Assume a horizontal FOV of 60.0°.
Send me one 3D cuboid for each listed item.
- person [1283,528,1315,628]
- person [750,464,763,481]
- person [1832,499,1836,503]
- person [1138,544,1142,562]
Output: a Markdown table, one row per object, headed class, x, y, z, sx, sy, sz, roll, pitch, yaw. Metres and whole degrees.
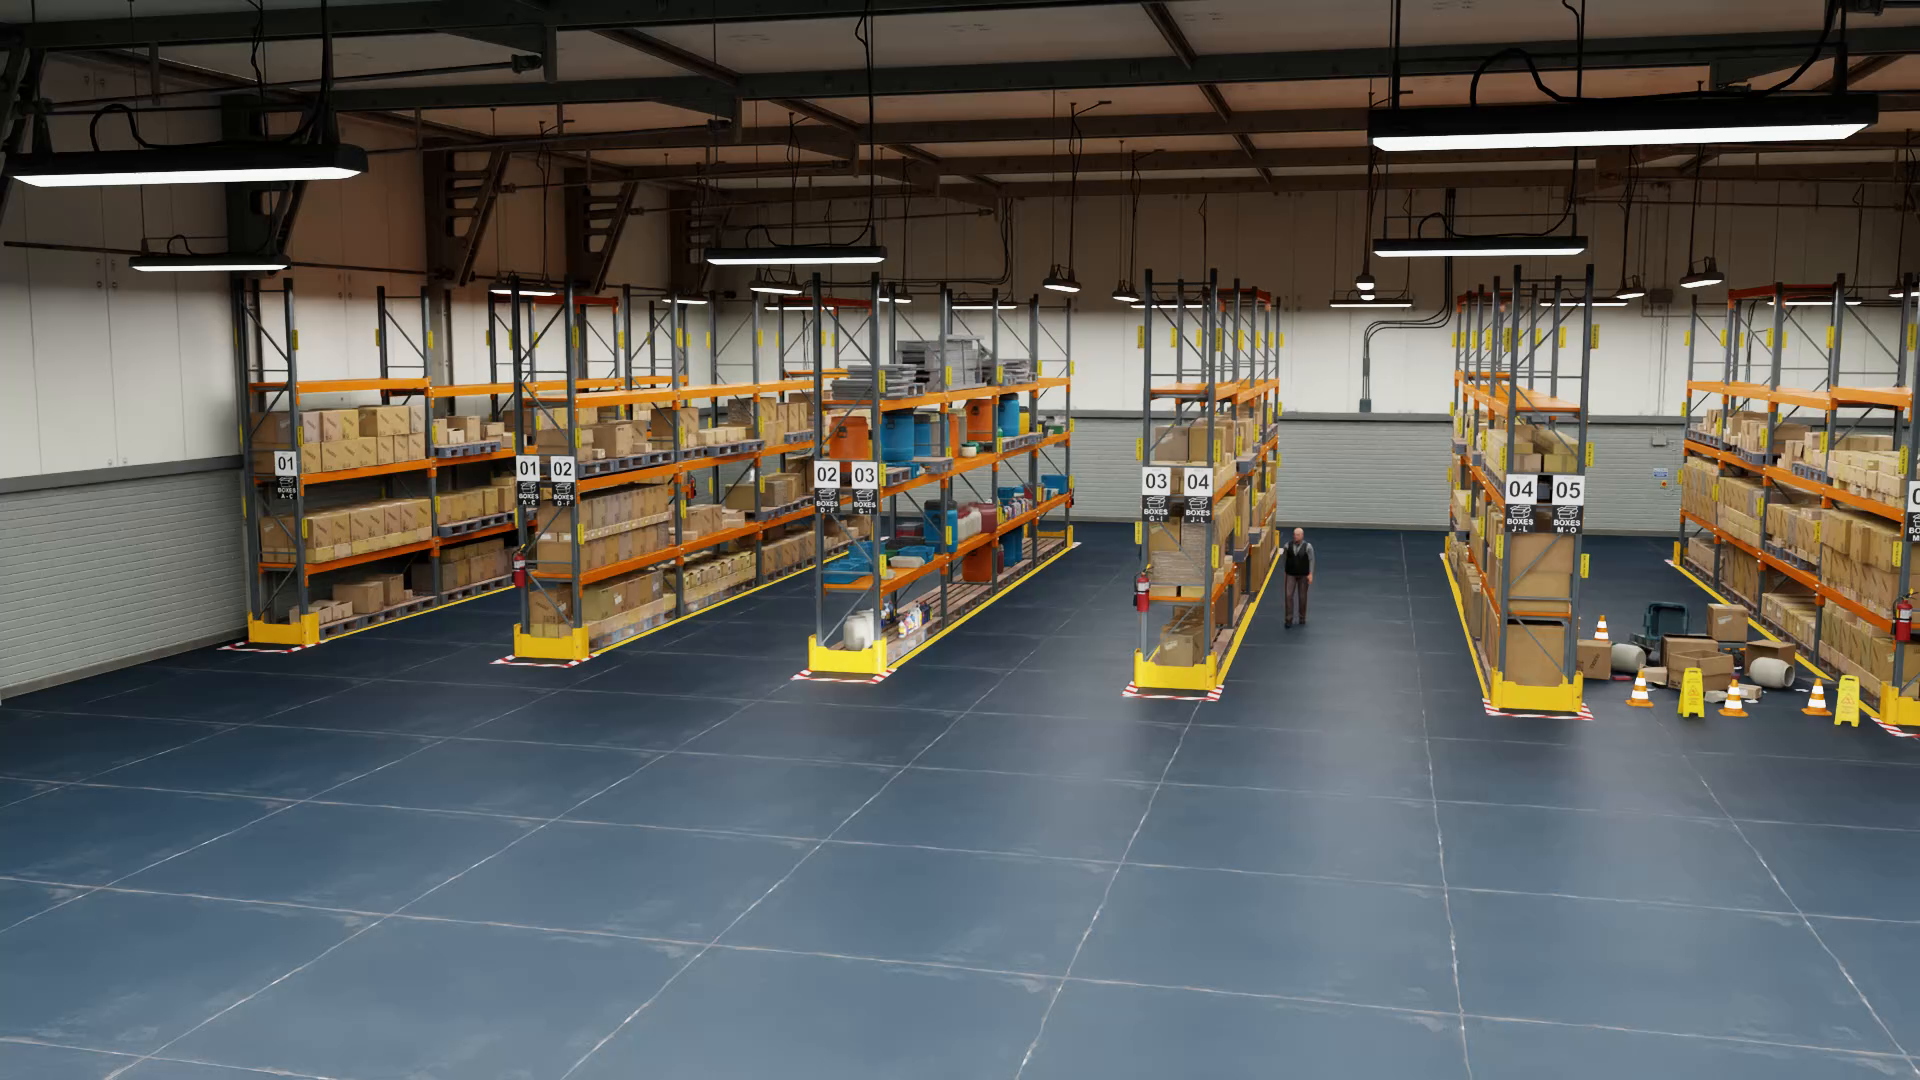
| class | x | y | z | sx | sy | sz | roll | pitch | yaw |
| --- | --- | --- | --- | --- | --- | --- | --- | --- | --- |
| person | 5.937 | 0.651 | 29.237 | 0.584 | 1.732 | 0.696 | 3 | 7 | 23 |
| person | -5.662 | -1.378 | 46.149 | 0.444 | 1.676 | 0.502 | 1 | 7 | 9 |
| person | 19.268 | -0.226 | 36.827 | 1.010 | 1.588 | 0.498 | 4 | 8 | 32 |
| person | 3.985 | 0.047 | 34.814 | 0.446 | 1.612 | 0.372 | -3 | 8 | -25 |
